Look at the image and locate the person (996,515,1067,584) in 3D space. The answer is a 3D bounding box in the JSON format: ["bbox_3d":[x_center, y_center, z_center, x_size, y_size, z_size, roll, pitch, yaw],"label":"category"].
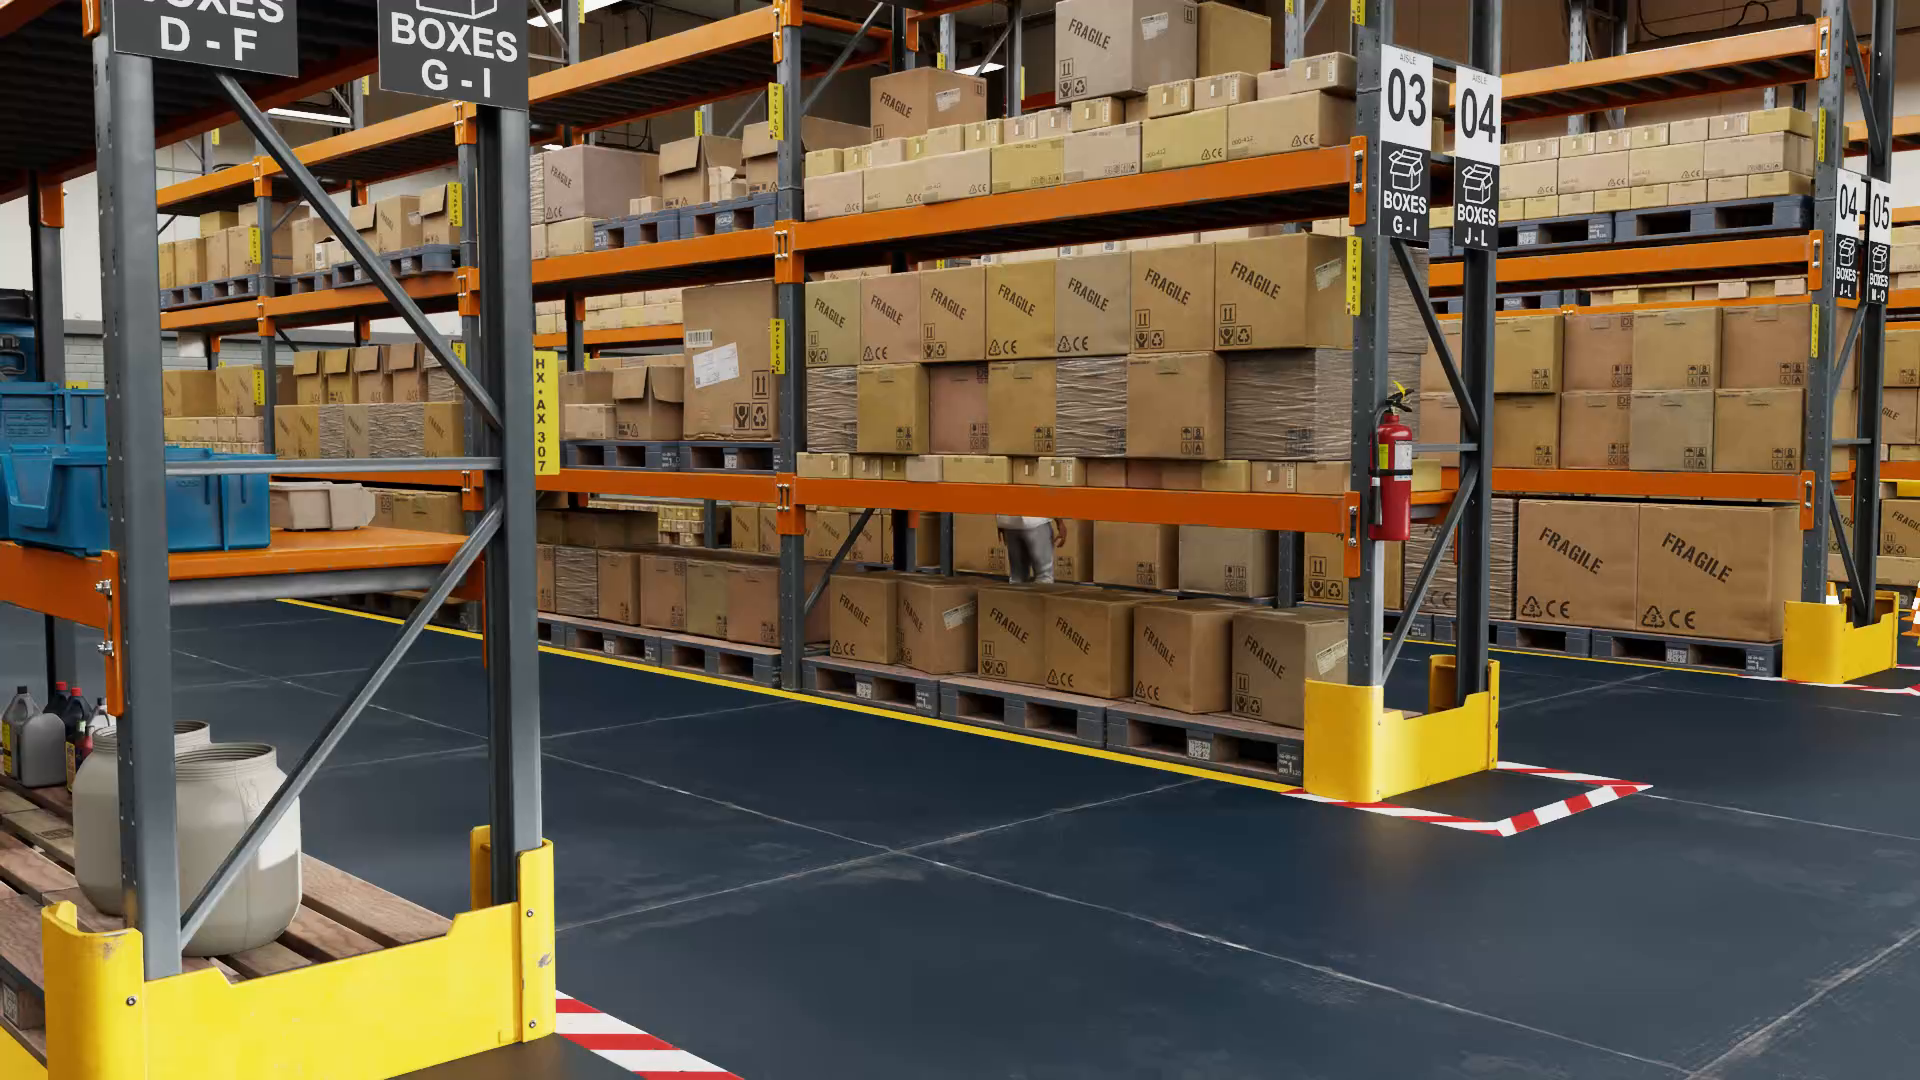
[{"bbox_3d":[0.520,-0.120,12.405,0.636,1.761,0.454,4,5,43],"label":"person"}]
